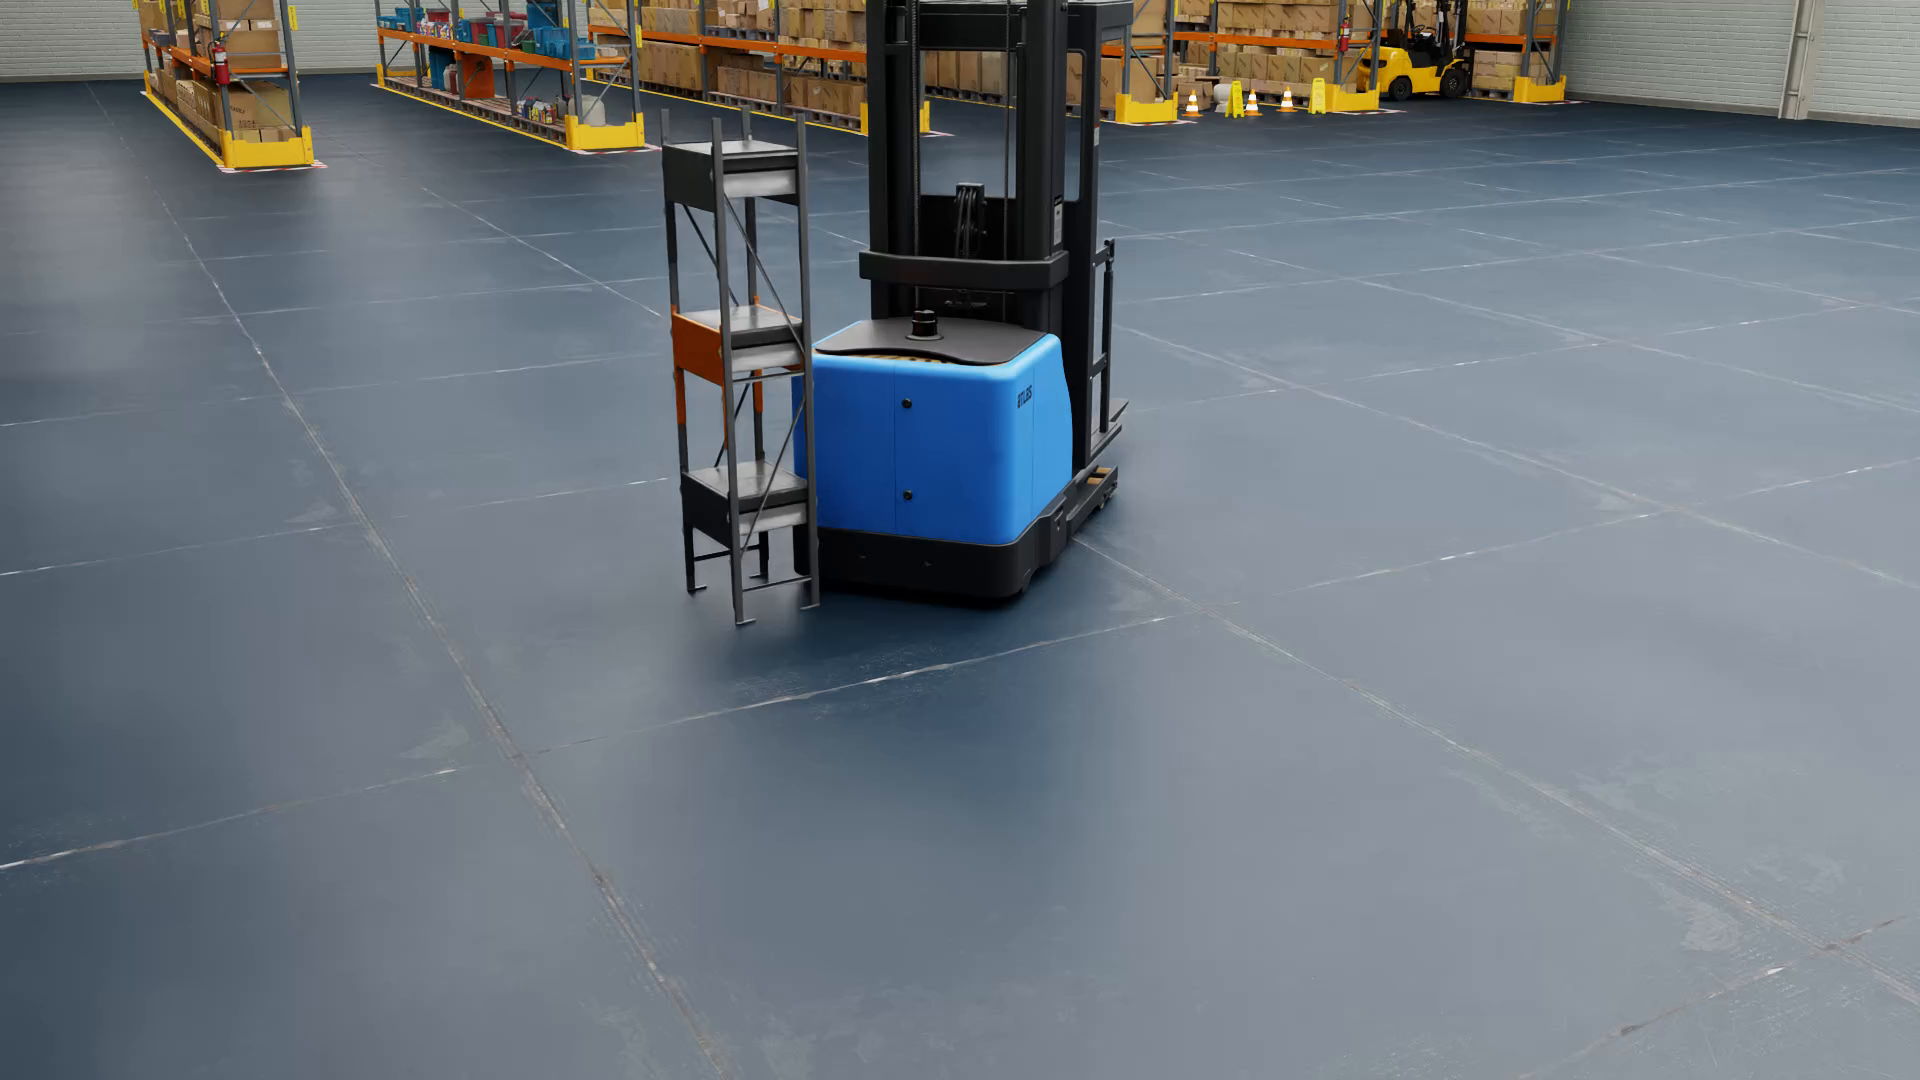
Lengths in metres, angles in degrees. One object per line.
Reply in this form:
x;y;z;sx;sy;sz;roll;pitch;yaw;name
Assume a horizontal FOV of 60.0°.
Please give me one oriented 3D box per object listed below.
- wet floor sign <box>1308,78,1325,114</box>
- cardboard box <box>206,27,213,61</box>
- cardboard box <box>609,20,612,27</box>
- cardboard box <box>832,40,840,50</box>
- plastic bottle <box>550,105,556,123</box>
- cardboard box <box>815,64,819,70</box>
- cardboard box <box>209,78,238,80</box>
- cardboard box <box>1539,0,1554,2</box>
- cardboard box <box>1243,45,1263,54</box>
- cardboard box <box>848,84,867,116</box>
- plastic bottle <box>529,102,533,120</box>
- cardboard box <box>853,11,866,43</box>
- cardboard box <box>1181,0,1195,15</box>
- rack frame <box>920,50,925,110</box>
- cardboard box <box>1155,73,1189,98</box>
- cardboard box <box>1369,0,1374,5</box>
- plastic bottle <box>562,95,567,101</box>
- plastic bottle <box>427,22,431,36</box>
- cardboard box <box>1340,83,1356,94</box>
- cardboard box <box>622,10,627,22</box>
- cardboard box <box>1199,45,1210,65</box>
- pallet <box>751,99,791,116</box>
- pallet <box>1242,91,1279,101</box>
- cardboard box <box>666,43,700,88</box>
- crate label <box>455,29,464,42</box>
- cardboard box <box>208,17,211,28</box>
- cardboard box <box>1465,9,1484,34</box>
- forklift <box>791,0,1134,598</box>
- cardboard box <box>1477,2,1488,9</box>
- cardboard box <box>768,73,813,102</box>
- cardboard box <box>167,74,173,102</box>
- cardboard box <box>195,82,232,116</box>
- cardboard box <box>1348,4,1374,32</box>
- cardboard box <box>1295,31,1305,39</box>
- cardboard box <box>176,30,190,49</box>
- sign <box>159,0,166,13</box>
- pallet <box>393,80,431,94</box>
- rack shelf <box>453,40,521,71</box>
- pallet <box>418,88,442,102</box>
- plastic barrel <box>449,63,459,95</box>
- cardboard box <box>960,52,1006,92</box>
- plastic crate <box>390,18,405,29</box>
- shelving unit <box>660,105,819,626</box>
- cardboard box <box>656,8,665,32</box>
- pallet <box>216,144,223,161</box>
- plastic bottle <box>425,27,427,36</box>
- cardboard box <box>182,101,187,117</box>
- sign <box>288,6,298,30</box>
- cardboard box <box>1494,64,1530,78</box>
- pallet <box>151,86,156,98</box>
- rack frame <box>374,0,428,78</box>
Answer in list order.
6.816;-8.467;31.680;0.267;0.644;0.232;-3;19;-8;wet floor sign
-10.966;-7.506;25.132;0.700;0.500;0.500;-10;21;-26;cardboard box
-8.042;-12.145;39.115;0.380;0.149;0.250;-11;22;-28;cardboard box
-1.979;-8.553;28.704;0.380;0.149;0.250;-10;21;-27;cardboard box
-6.672;-6.975;27.235;0.061;0.283;0.133;-10;21;-27;plastic bottle
-3.381;-11.742;41.289;0.380;0.149;0.250;-10;21;-26;cardboard box
-13.107;-8.080;29.661;0.500;0.311;0.500;-9;21;-25;cardboard box
12.063;-11.194;34.370;0.380;0.149;0.250;-10;22;-28;cardboard box
6.063;-10.105;34.244;0.380;0.149;0.250;-9;21;-25;cardboard box
-1.649;-7.630;28.834;0.500;0.500;0.500;-4;20;-12;cardboard box
-7.162;-7.166;27.790;0.061;0.283;0.133;-9;21;-24;plastic bottle
-1.291;-8.615;27.891;0.875;0.500;0.500;-10;21;-27;cardboard box
5.111;-11.574;35.822;0.500;0.500;0.500;-10;21;-26;cardboard box
-1.054;-8.265;27.486;1.000;3.000;0.127;-10;21;-27;rack frame
4.154;-9.064;33.418;0.797;0.637;0.503;-10;21;-27;cardboard box
9.569;-12.286;37.989;0.380;0.149;0.250;-10;21;-27;cardboard box
-6.752;-7.462;28.544;0.144;0.351;0.185;-11;22;-28;plastic bottle
-10.787;-10.427;33.939;0.152;0.276;0.135;-10;21;-27;plastic bottle
7.528;-8.973;33.109;0.500;0.250;0.500;-10;21;-27;cardboard box
-7.440;-12.014;38.124;0.500;0.250;0.500;-9;21;-25;cardboard box
6.629;-12.707;43.546;0.500;0.500;0.500;-10;22;-27;cardboard box
-3.324;-8.319;31.915;1.003;0.211;1.213;-10;21;-27;pallet
6.118;-9.443;35.174;1.003;0.211;1.213;-10;21;-27;pallet
-5.578;-10.214;35.748;1.225;0.875;0.875;-10;21;-26;cardboard box
-9.341;-9.536;31.426;0.303;0.233;0.416;-10;21;-27;crate label
-10.739;-7.537;24.229;0.380;0.149;0.250;-9;21;-25;cardboard box
11.088;-11.015;35.302;0.500;0.500;0.500;-10;22;-28;cardboard box
0.198;-1.579;8.213;1.130;2.935;3.031;6;20;17;forklift
11.130;-11.275;35.061;0.380;0.149;0.250;-11;22;-28;cardboard box
-3.226;-8.619;31.670;0.700;0.500;0.500;-12;22;-31;cardboard box
-14.723;-8.585;31.571;0.500;0.500;0.500;-11;22;-29;cardboard box
-11.484;-6.809;25.689;0.500;0.500;0.500;-10;21;-27;cardboard box
7.687;-10.167;32.388;0.500;0.500;0.500;-10;22;-27;cardboard box
6.832;-9.957;32.775;0.380;0.149;0.250;-10;21;-26;cardboard box
-13.318;-8.700;28.881;0.500;0.311;0.500;-10;22;-27;cardboard box
-14.045;-9.452;29.270;0.100;0.325;0.005;-10;21;-27;sign
-12.077;-10.180;37.311;1.003;0.211;1.213;-10;21;-27;pallet
-8.262;-8.880;30.371;1.077;0.370;4.000;-10;21;-27;rack shelf
-10.781;-9.397;35.040;1.003;0.211;1.213;-10;21;-27;pallet
-9.995;-9.315;33.581;0.600;0.588;0.708;-10;21;-27;plastic barrel
0.631;-9.730;34.534;1.050;0.750;0.750;-10;21;-27;cardboard box
-12.415;-11.454;36.892;0.416;0.233;0.300;-10;21;-27;plastic crate
-0.920;-0.730;7.028;0.431;2.100;0.503;-12;22;-31;shelving unit
-6.277;-11.299;36.123;0.500;0.500;0.500;-11;22;-28;cardboard box
-10.173;-5.627;24.114;1.003;0.211;1.213;-10;21;-27;pallet
-10.929;-10.459;34.147;0.097;0.201;0.097;0;19;0;plastic bottle
-13.090;-7.439;28.662;0.500;0.250;0.500;-11;22;-28;cardboard box
-9.282;-7.263;23.132;0.100;0.325;0.005;-10;21;-27;sign
11.528;-9.797;34.728;0.500;0.250;0.500;-10;22;-27;cardboard box
-16.956;-9.756;36.082;1.003;0.211;1.213;-10;21;-27;pallet
-13.010;-12.091;38.573;1.000;3.000;0.127;-10;21;-27;rack frame
